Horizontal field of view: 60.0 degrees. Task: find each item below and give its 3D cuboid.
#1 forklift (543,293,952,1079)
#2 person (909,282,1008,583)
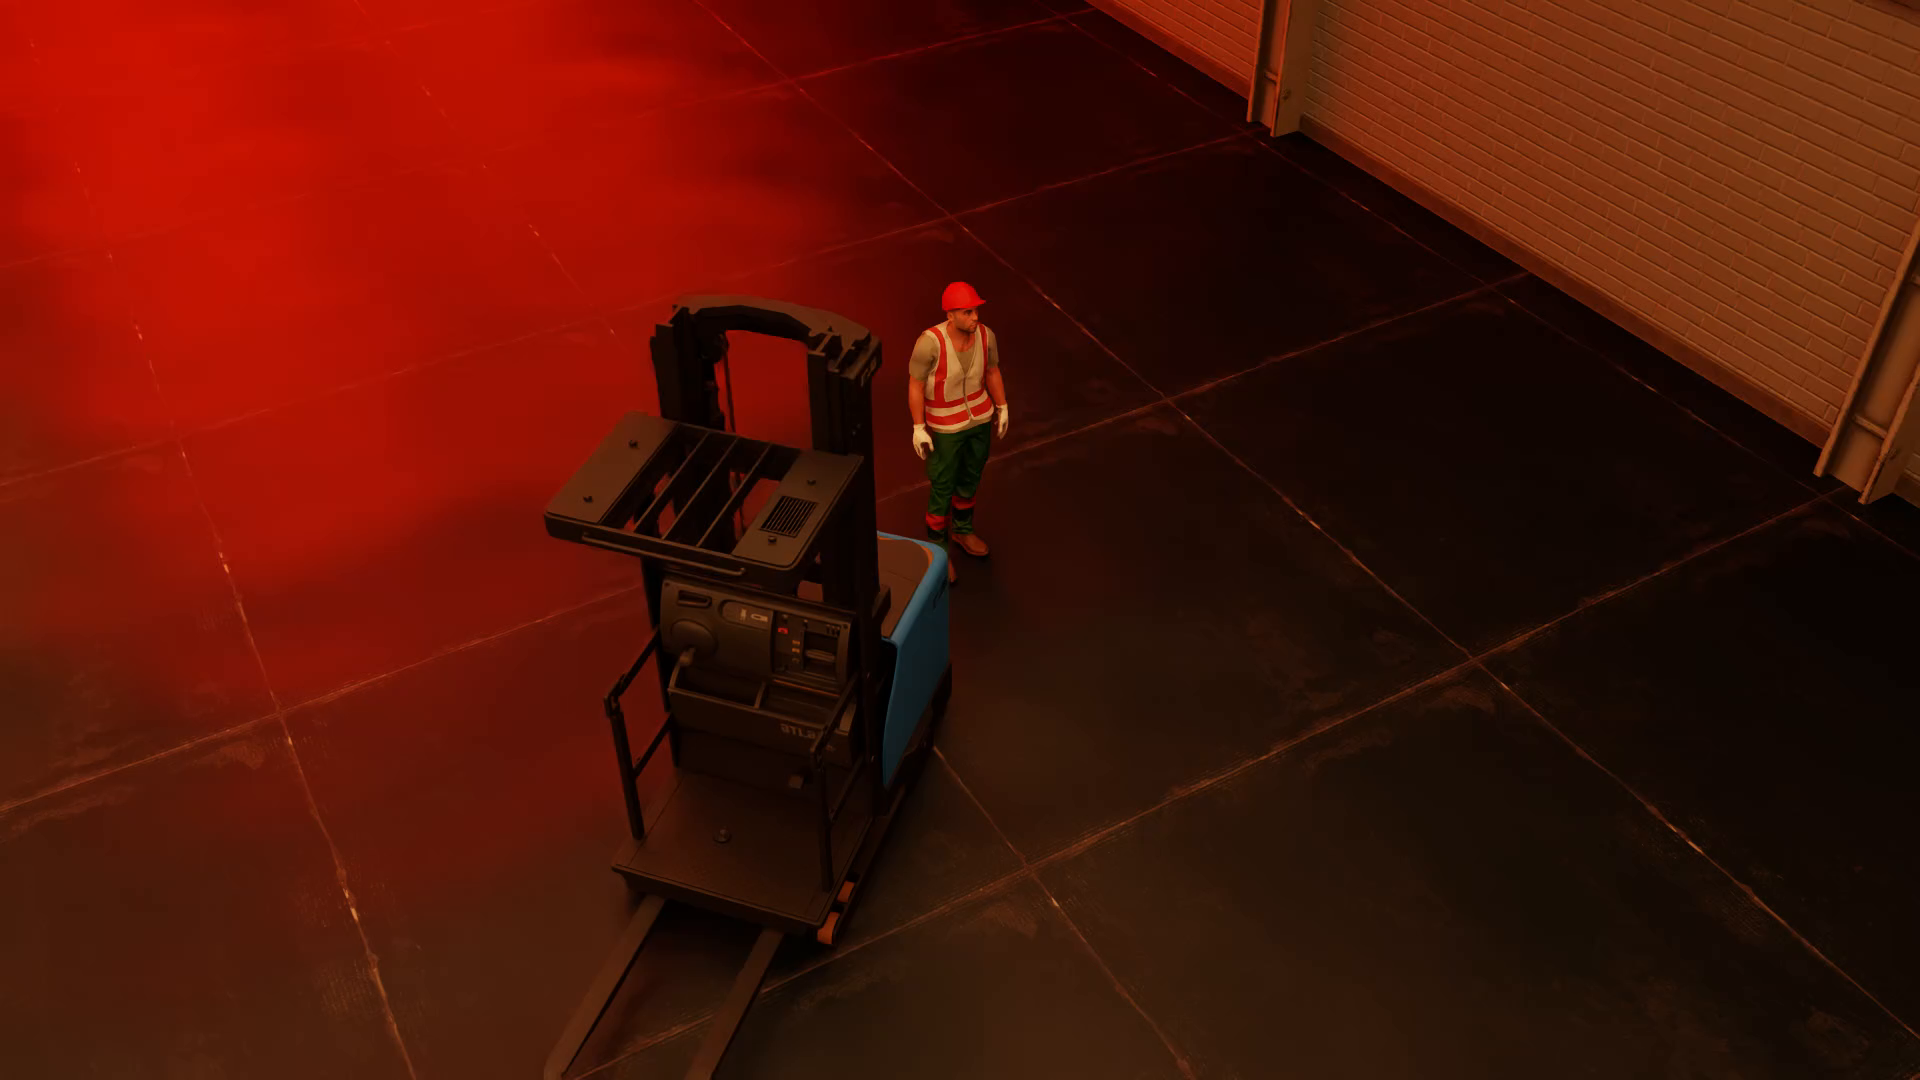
[{"bbox_3d":[-1.001,0.520,7.409,1.130,2.935,3.031,12,41,14],"label":"forklift"},{"bbox_3d":[0.030,-0.646,9.699,0.638,1.787,0.564,-20,44,-23],"label":"person"}]
